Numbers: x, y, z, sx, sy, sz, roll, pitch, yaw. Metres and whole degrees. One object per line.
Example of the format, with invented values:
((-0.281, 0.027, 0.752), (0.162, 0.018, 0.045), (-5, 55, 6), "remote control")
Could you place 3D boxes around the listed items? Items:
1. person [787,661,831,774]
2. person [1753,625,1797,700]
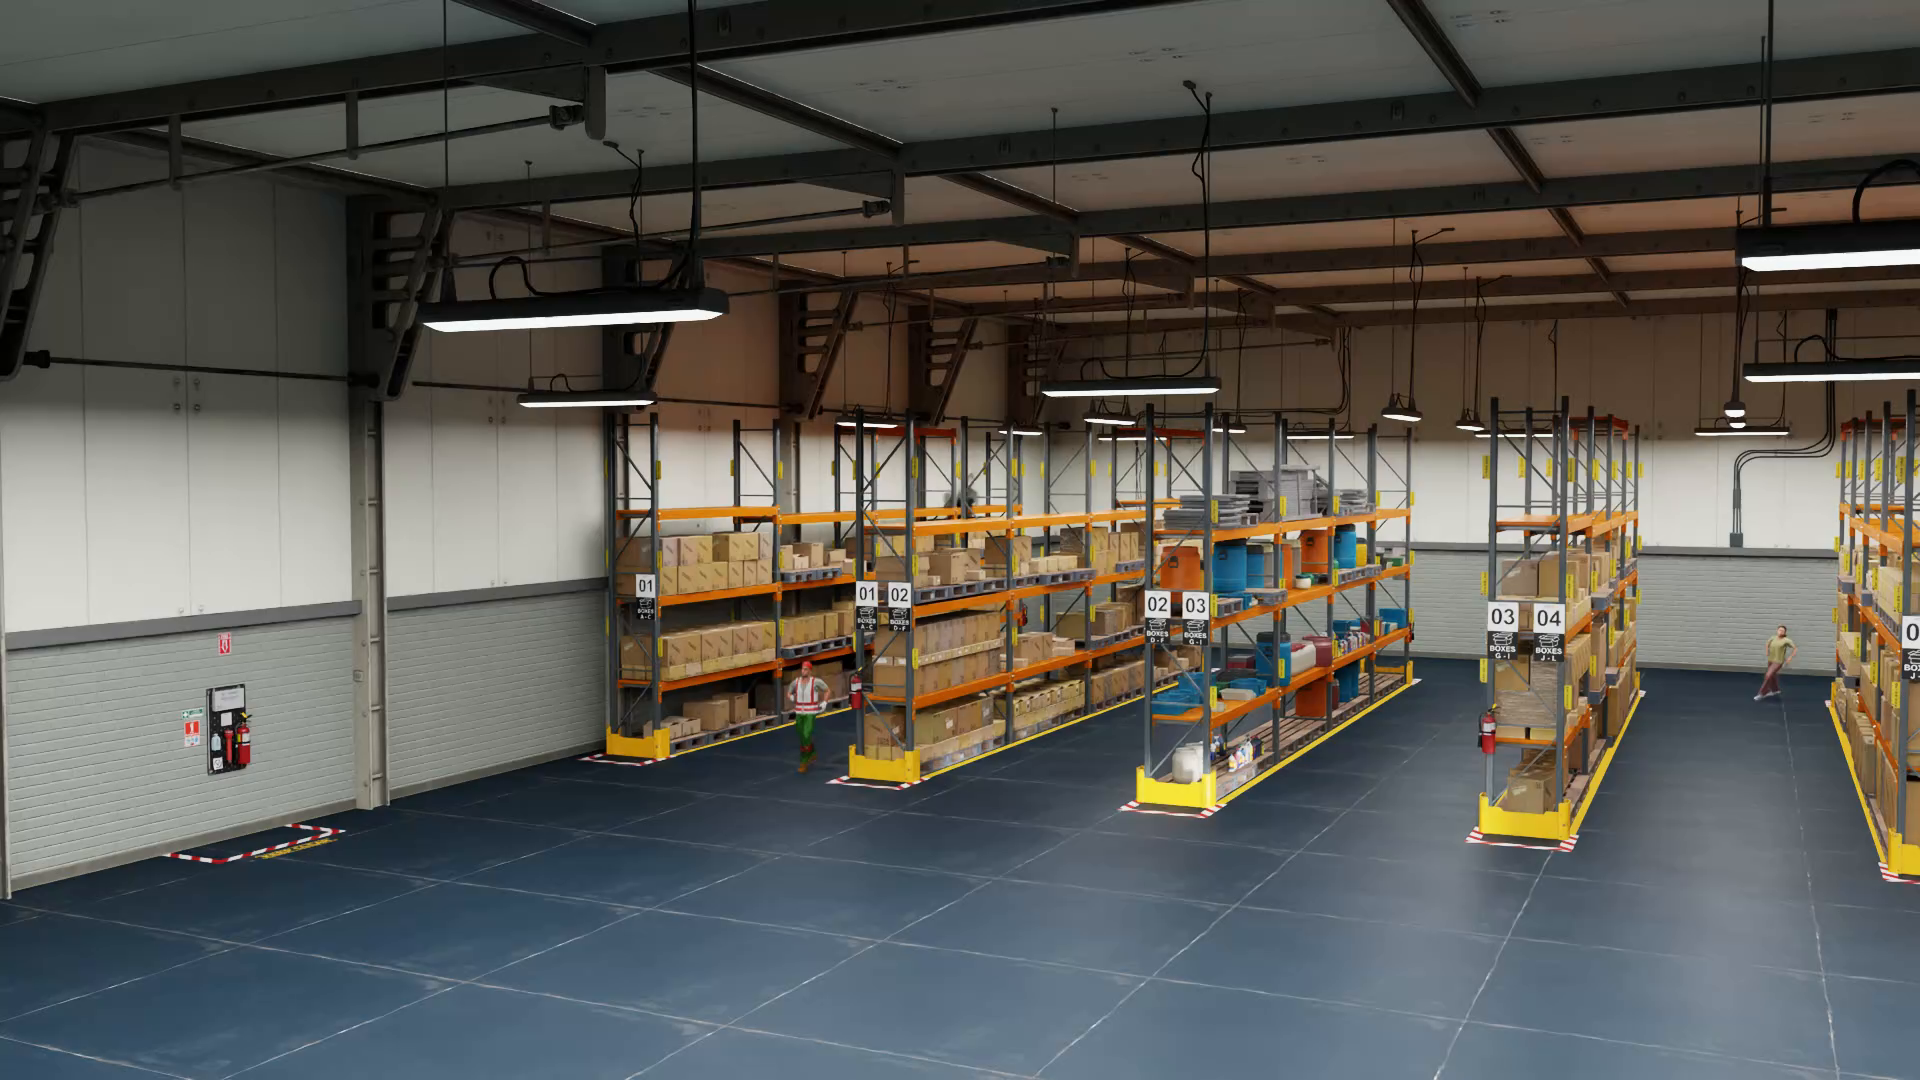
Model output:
((-2.581, 2.938, 27.793), (0.716, 1.819, 0.847), (1, 3, 18), "person")
((17.696, 2.656, 36.063), (0.833, 1.646, 0.714), (-1, 3, -30), "person")
